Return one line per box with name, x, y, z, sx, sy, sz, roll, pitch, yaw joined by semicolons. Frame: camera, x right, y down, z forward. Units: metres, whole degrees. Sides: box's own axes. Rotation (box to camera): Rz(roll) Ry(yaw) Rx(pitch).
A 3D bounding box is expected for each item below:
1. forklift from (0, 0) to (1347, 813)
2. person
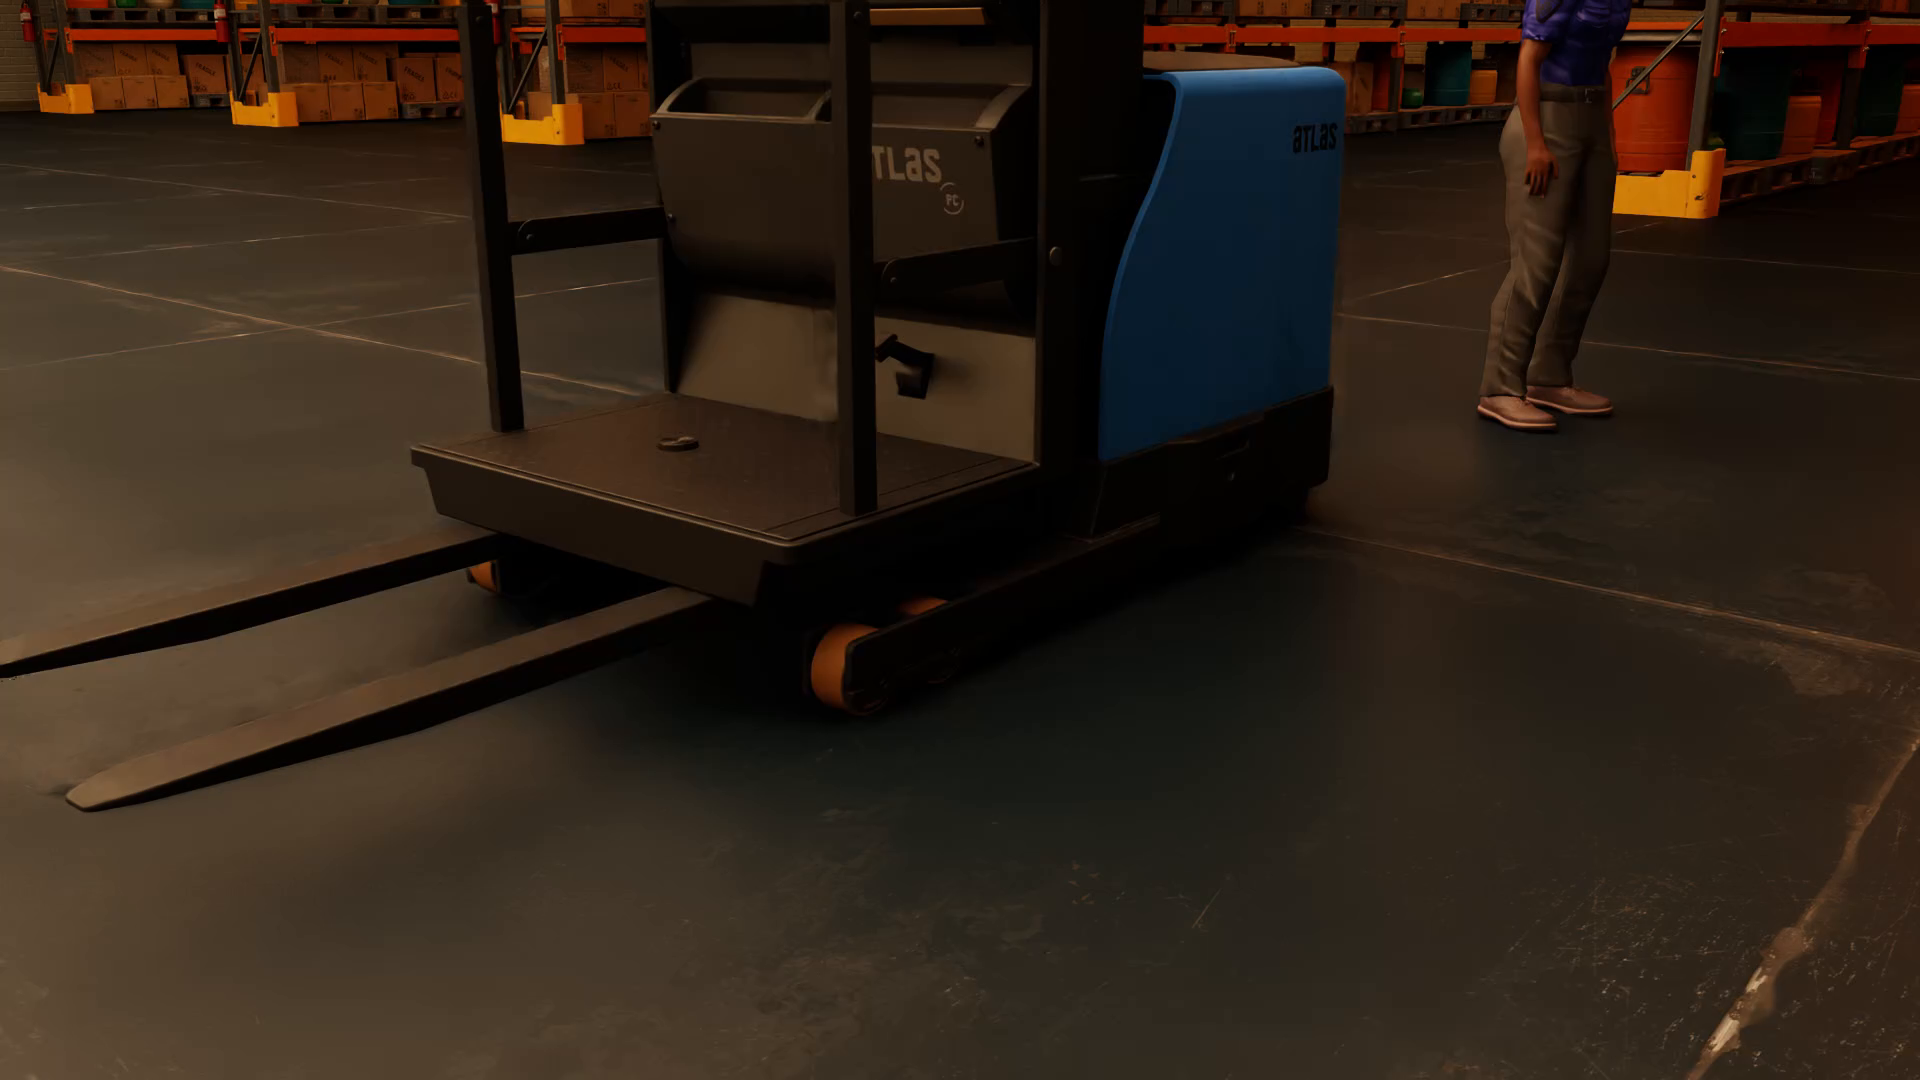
forklift;-0.390;-1.255;3.032;1.130;2.935;3.031;13;21;37
person;1.830;-1.188;5.012;0.529;1.653;0.349;-14;22;-39
